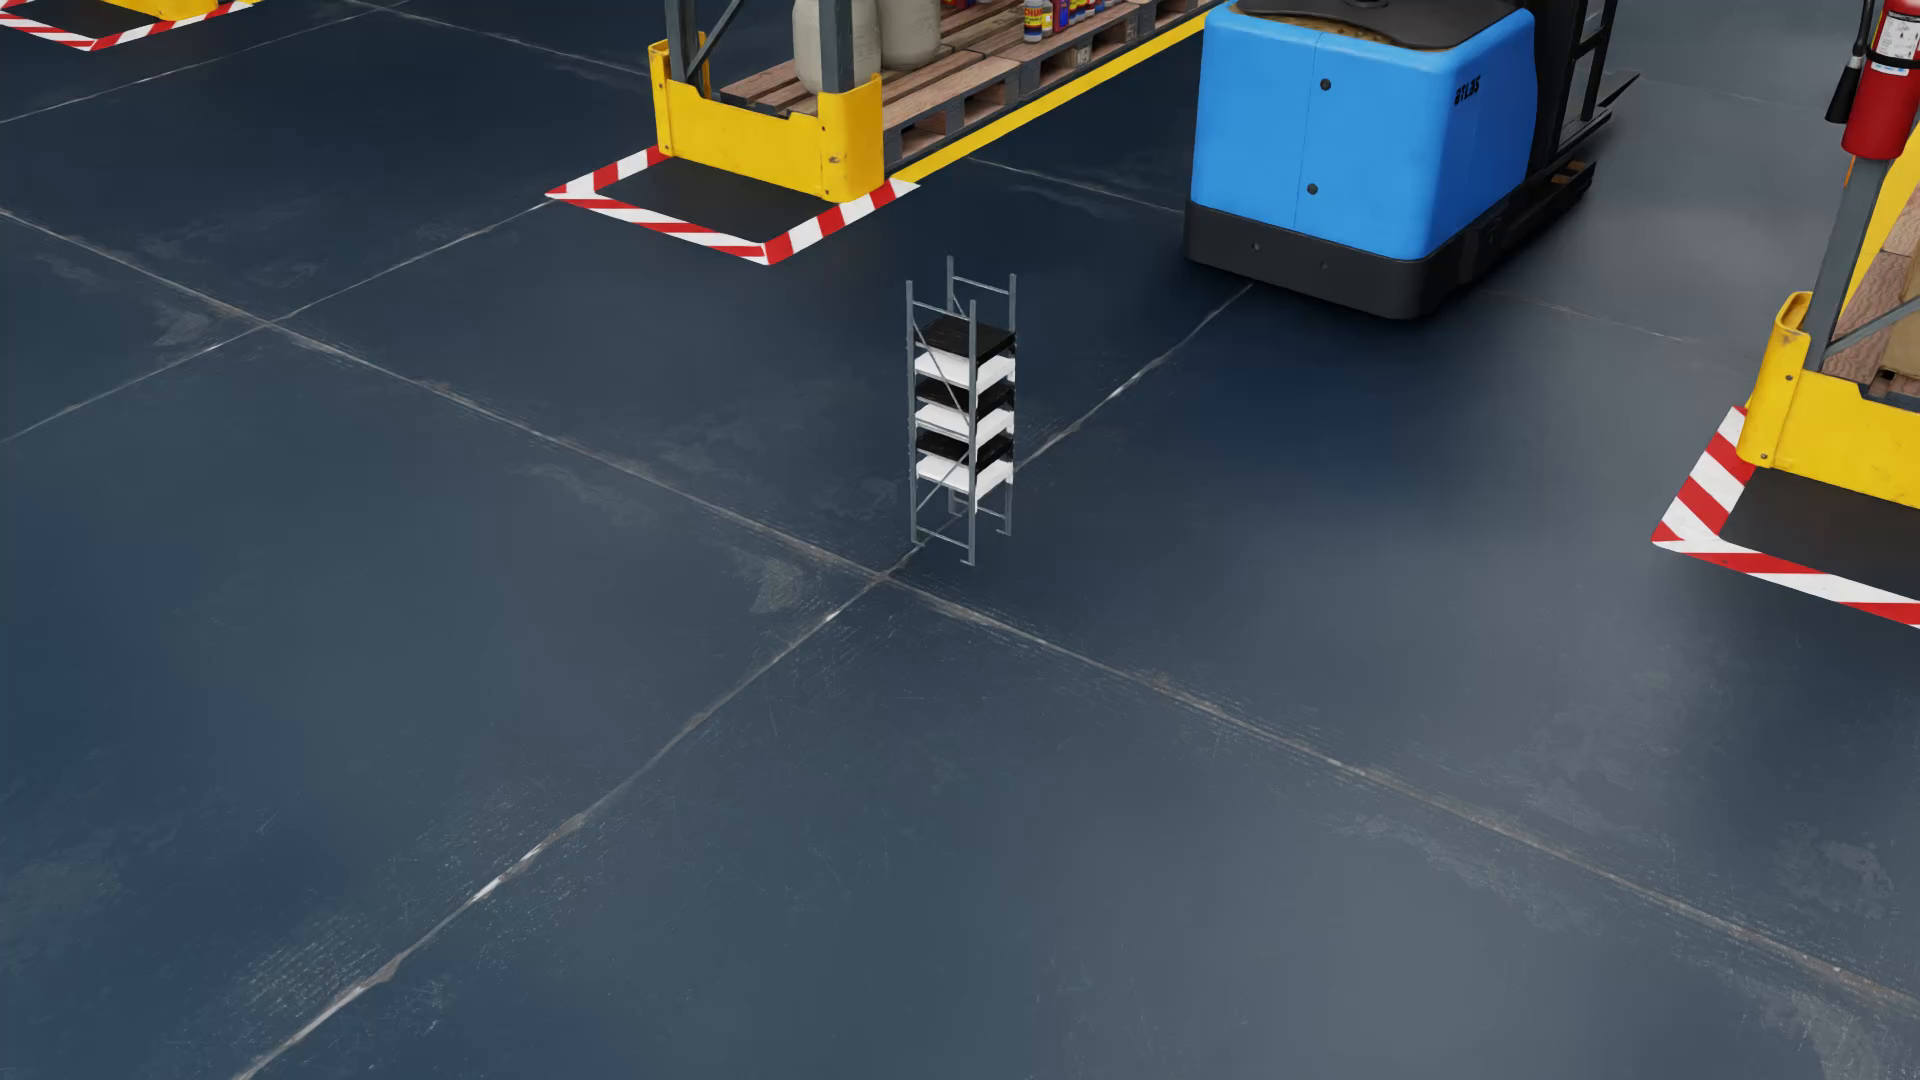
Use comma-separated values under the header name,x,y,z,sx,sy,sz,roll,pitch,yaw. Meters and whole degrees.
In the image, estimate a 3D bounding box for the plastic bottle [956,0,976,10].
name,x,y,z,sx,sy,sz,roll,pitch,yaw
plastic bottle,0.034,-3.078,9.156,0.061,0.283,0.133,21,39,28

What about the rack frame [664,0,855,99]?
name,x,y,z,sx,sy,sz,roll,pitch,yaw
rack frame,-0.907,-2.962,6.953,1.000,3.000,0.127,21,39,28

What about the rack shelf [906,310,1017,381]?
name,x,y,z,sx,sy,sz,roll,pitch,yaw
rack shelf,0.005,-0.573,4.871,0.258,0.077,0.200,21,39,28

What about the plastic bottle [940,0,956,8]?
name,x,y,z,sx,sy,sz,roll,pitch,yaw
plastic bottle,-0.053,-3.109,9.208,0.152,0.276,0.135,22,40,29

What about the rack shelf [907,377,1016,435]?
name,x,y,z,sx,sy,sz,roll,pitch,yaw
rack shelf,0.005,-0.423,4.972,0.258,0.077,0.200,21,39,28

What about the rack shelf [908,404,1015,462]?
name,x,y,z,sx,sy,sz,roll,pitch,yaw
rack shelf,0.005,-0.349,5.022,0.258,0.077,0.200,21,39,28

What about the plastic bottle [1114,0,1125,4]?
name,x,y,z,sx,sy,sz,roll,pitch,yaw
plastic bottle,0.854,-3.158,9.281,0.152,0.276,0.135,22,40,29

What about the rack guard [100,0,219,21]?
name,x,y,z,sx,sy,sz,roll,pitch,yaw
rack guard,-4.987,-3.500,9.979,1.175,0.500,0.348,21,39,28

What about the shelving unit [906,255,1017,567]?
name,x,y,z,sx,sy,sz,roll,pitch,yaw
shelving unit,0.005,-0.376,5.003,0.258,0.900,0.210,21,39,28

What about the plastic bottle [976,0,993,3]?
name,x,y,z,sx,sy,sz,roll,pitch,yaw
plastic bottle,0.139,-3.110,9.277,0.097,0.201,0.097,0,34,0

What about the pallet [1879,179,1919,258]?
name,x,y,z,sx,sy,sz,roll,pitch,yaw
pallet,4.394,-1.182,6.809,1.003,0.211,1.213,21,39,28

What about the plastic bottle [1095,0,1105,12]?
name,x,y,z,sx,sy,sz,roll,pitch,yaw
plastic bottle,0.751,-3.046,9.120,0.097,0.271,0.097,0,34,0

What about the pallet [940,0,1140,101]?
name,x,y,z,sx,sy,sz,roll,pitch,yaw
pallet,0.262,-2.788,9.185,1.003,0.211,1.213,21,39,28

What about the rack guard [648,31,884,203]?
name,x,y,z,sx,sy,sz,roll,pitch,yaw
rack guard,-0.902,-1.977,7.727,1.175,0.500,0.348,21,39,28

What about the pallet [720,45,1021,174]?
name,x,y,z,sx,sy,sz,roll,pitch,yaw
pallet,-0.434,-2.229,8.358,1.003,0.211,1.213,21,39,28

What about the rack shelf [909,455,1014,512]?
name,x,y,z,sx,sy,sz,roll,pitch,yaw
rack shelf,0.005,-0.200,5.123,0.258,0.077,0.200,21,39,28

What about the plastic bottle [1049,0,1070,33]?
name,x,y,z,sx,sy,sz,roll,pitch,yaw
plastic bottle,0.527,-2.852,8.822,0.061,0.283,0.133,22,40,29

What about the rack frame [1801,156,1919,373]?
name,x,y,z,sx,sy,sz,roll,pitch,yaw
rack frame,3.162,-1.380,4.613,1.000,3.000,0.127,21,39,28

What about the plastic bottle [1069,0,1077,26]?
name,x,y,z,sx,sy,sz,roll,pitch,yaw
plastic bottle,0.579,-2.907,8.914,0.097,0.271,0.097,0,34,0

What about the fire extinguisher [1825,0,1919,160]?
name,x,y,z,sx,sy,sz,roll,pitch,yaw
fire extinguisher,2.718,-1.443,4.775,0.296,0.674,0.183,21,39,28

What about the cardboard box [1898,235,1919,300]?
name,x,y,z,sx,sy,sz,roll,pitch,yaw
cardboard box,3.845,-1.087,6.036,0.500,0.500,0.500,-25,41,-32

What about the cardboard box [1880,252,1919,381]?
name,x,y,z,sx,sy,sz,roll,pitch,yaw
cardboard box,3.532,-0.801,5.613,0.500,0.500,0.500,-29,43,-35

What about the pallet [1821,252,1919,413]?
name,x,y,z,sx,sy,sz,roll,pitch,yaw
pallet,3.698,-0.623,5.982,1.003,0.211,1.213,21,39,28

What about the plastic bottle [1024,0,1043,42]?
name,x,y,z,sx,sy,sz,roll,pitch,yaw
plastic bottle,0.383,-2.749,8.680,0.097,0.271,0.097,0,34,0

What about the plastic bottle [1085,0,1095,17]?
name,x,y,z,sx,sy,sz,roll,pitch,yaw
plastic bottle,0.692,-2.969,9.069,0.097,0.201,0.097,0,34,0

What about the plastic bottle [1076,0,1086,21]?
name,x,y,z,sx,sy,sz,roll,pitch,yaw
plastic bottle,0.636,-2.953,8.982,0.097,0.271,0.097,0,34,0

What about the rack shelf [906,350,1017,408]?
name,x,y,z,sx,sy,sz,roll,pitch,yaw
rack shelf,0.005,-0.498,4.921,0.258,0.077,0.200,21,39,28

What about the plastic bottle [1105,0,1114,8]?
name,x,y,z,sx,sy,sz,roll,pitch,yaw
plastic bottle,0.809,-3.064,9.209,0.097,0.201,0.097,0,34,0

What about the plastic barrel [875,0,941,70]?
name,x,y,z,sx,sy,sz,roll,pitch,yaw
plastic barrel,-0.308,-2.664,8.357,0.421,0.512,0.421,0,34,0

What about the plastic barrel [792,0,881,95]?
name,x,y,z,sx,sy,sz,roll,pitch,yaw
plastic barrel,-0.594,-2.433,8.016,0.421,0.512,0.421,0,34,0

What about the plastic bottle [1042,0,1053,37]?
name,x,y,z,sx,sy,sz,roll,pitch,yaw
plastic bottle,0.442,-2.768,8.770,0.097,0.201,0.097,0,34,0

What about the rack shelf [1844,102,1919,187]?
name,x,y,z,sx,sy,sz,roll,pitch,yaw
rack shelf,4.303,-2.003,6.176,1.077,0.370,4.000,21,39,28

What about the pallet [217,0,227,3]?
name,x,y,z,sx,sy,sz,roll,pitch,yaw
pallet,-4.572,-3.756,10.616,1.003,0.211,1.213,21,39,28

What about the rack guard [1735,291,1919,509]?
name,x,y,z,sx,sy,sz,roll,pitch,yaw
rack guard,3.206,-0.380,5.365,1.175,0.500,0.348,21,39,28

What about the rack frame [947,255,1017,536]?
name,x,y,z,sx,sy,sz,roll,pitch,yaw
rack frame,0.063,-0.423,5.073,0.240,0.900,0.006,21,39,28

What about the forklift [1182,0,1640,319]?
name,x,y,z,sx,sy,sz,roll,pitch,yaw
forklift,2.216,-2.825,6.811,1.130,2.935,3.031,23,40,30

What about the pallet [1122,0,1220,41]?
name,x,y,z,sx,sy,sz,roll,pitch,yaw
pallet,0.957,-3.352,10.019,1.003,0.211,1.213,21,39,28

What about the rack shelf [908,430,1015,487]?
name,x,y,z,sx,sy,sz,roll,pitch,yaw
rack shelf,0.005,-0.274,5.073,0.258,0.077,0.200,21,39,28

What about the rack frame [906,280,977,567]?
name,x,y,z,sx,sy,sz,roll,pitch,yaw
rack frame,-0.053,-0.330,4.934,0.240,0.900,0.006,21,39,28
